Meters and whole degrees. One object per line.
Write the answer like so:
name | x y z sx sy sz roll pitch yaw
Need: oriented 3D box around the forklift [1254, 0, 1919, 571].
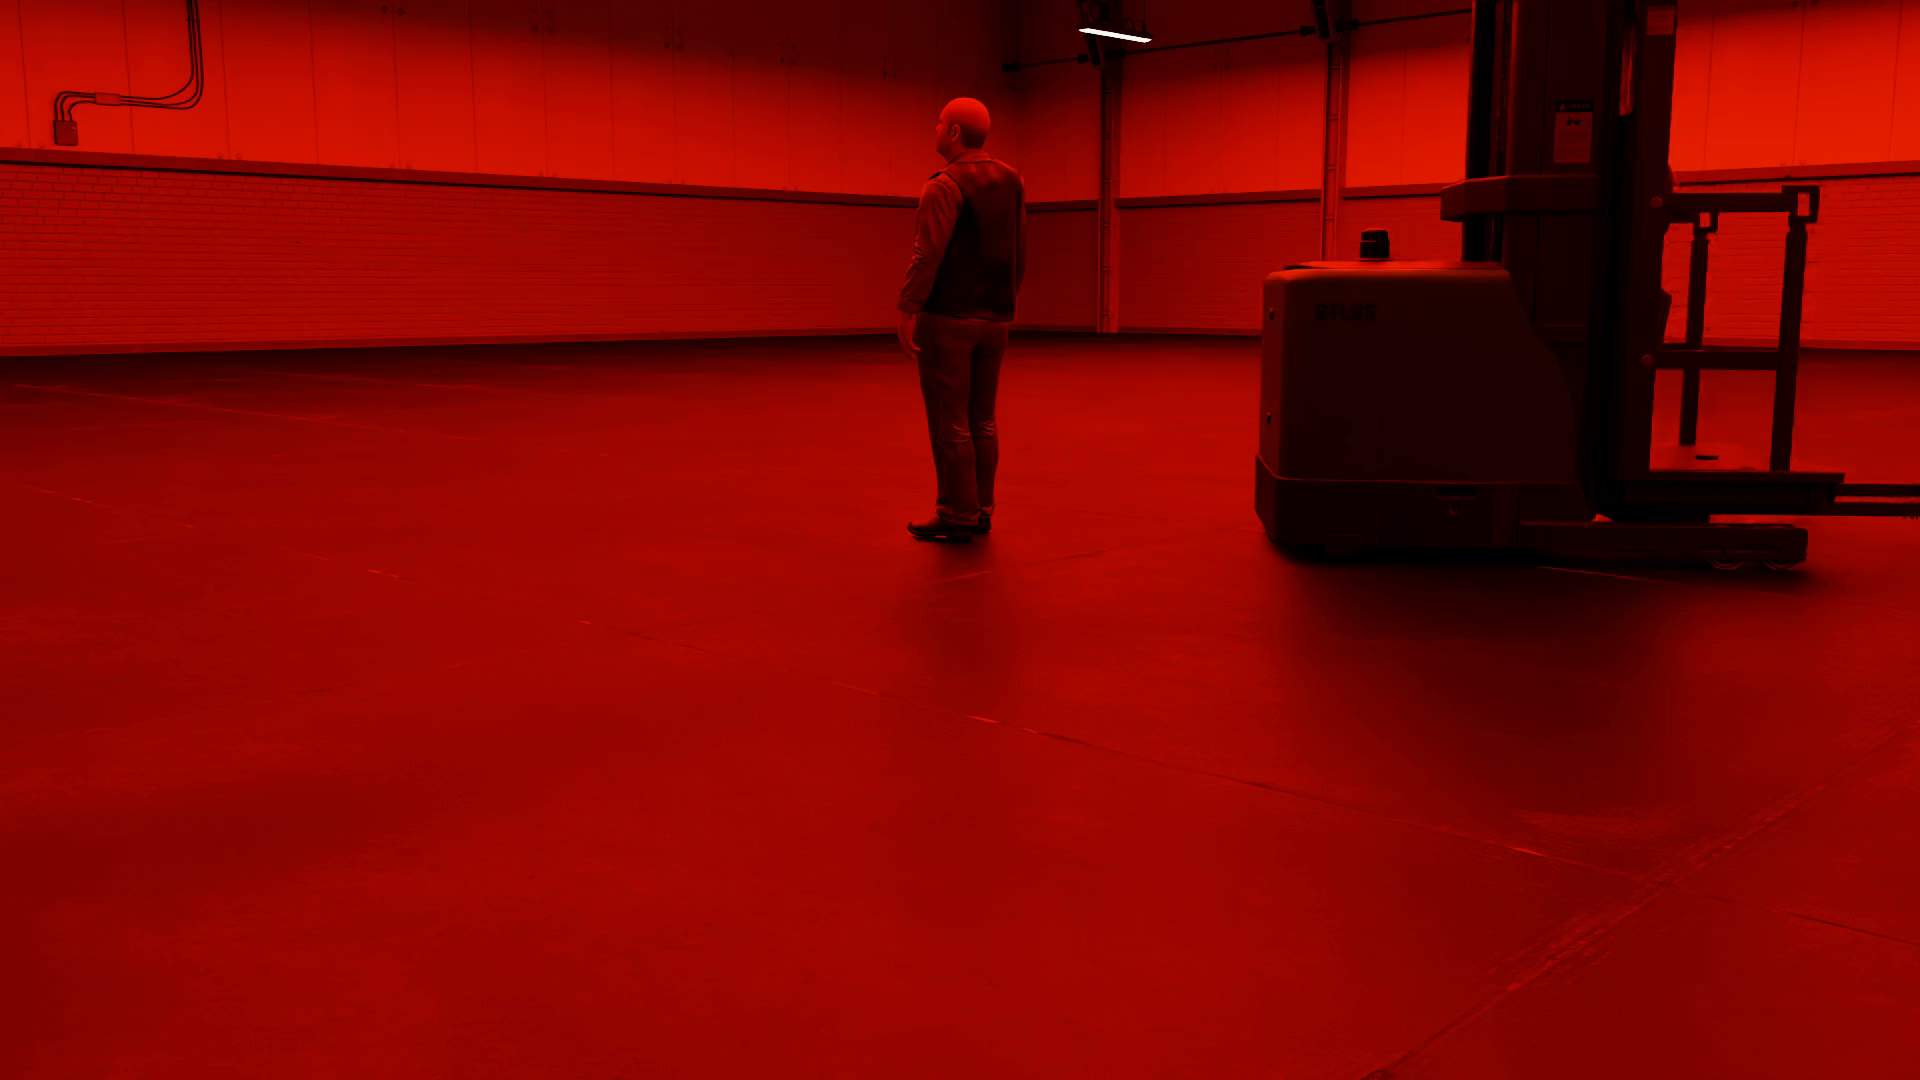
forklift | 2.721 -1.420 6.307 3.031 2.935 1.130 1 9 5

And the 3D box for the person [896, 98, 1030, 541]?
person | -0.040 -0.866 6.636 0.566 1.722 0.633 8 12 43
